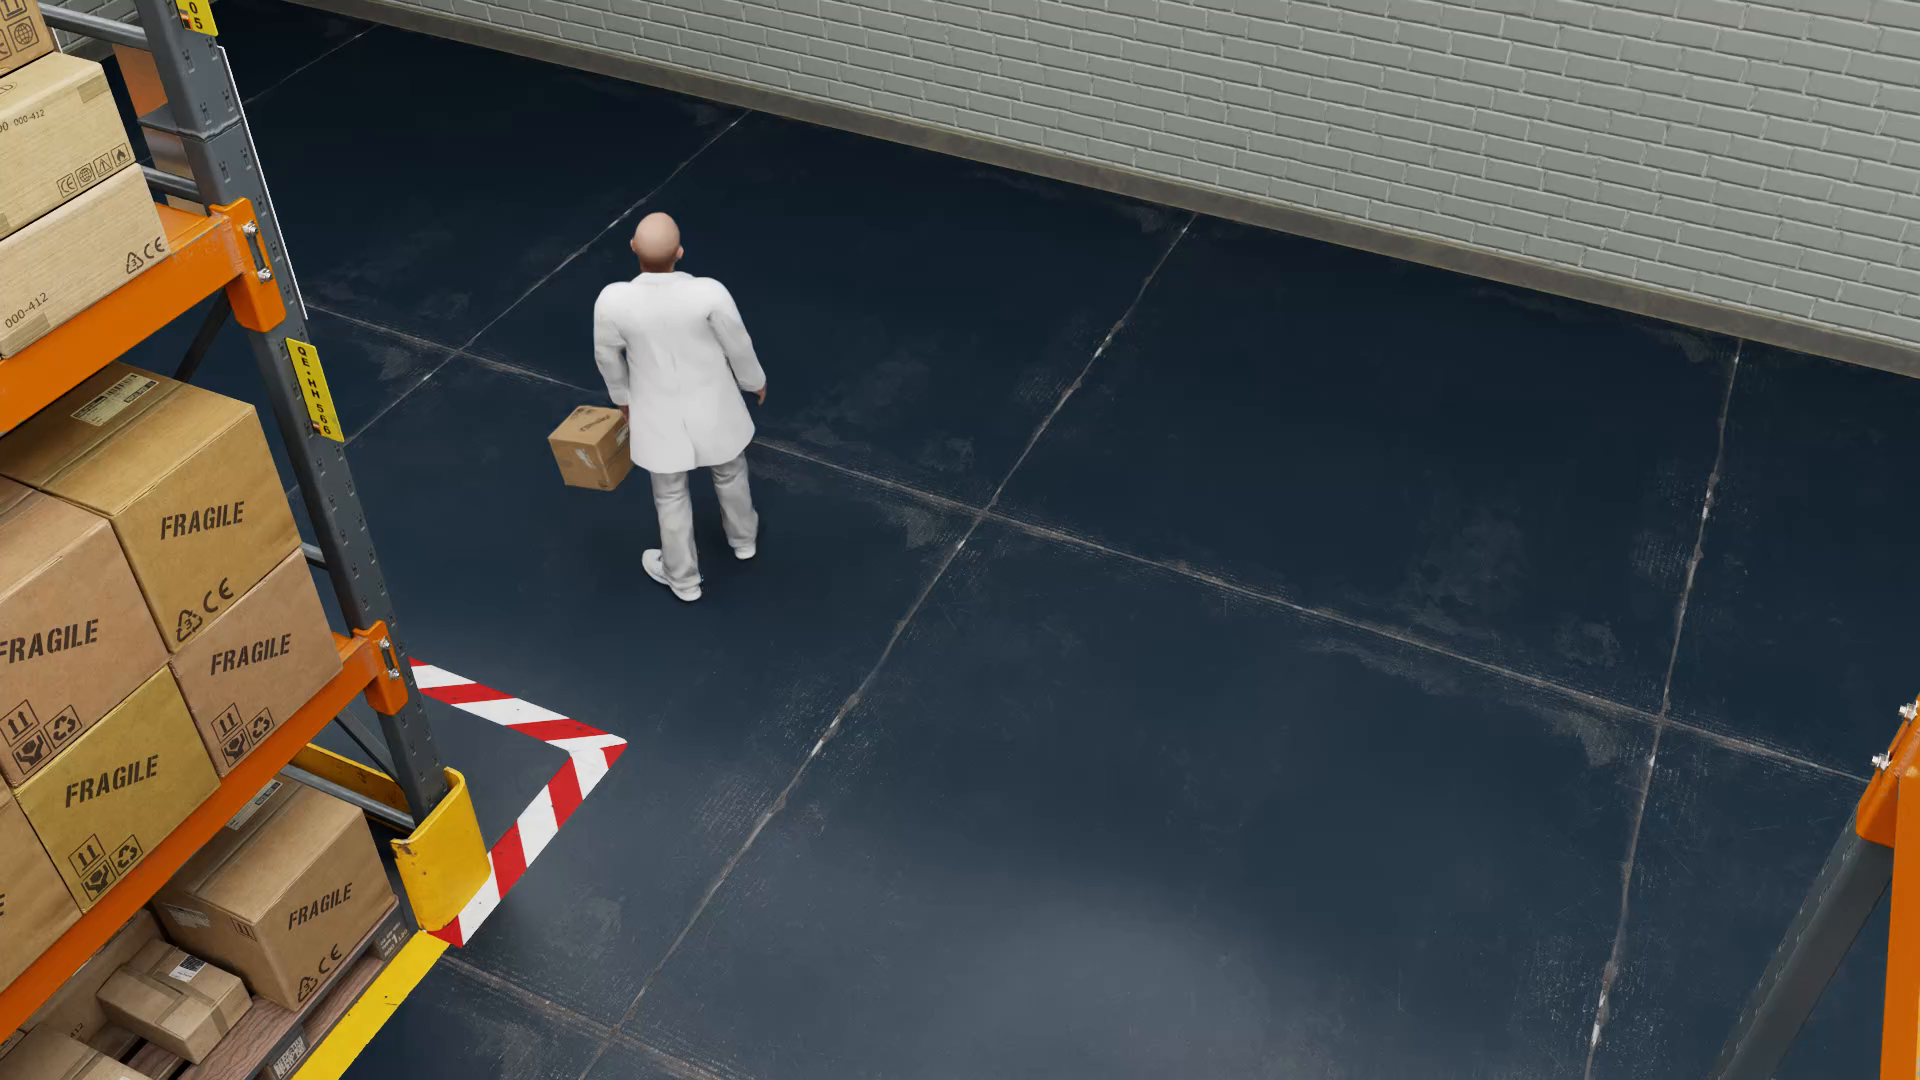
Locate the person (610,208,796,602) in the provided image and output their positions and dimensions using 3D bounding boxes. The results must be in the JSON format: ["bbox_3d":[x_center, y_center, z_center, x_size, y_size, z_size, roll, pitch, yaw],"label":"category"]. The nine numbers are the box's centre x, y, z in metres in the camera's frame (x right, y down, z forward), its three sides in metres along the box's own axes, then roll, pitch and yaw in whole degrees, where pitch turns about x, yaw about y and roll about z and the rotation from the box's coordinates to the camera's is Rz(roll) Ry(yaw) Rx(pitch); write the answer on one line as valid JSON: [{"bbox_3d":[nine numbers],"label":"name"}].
[{"bbox_3d":[-1.039,-0.576,6.808,0.754,1.774,0.689,8,42,9],"label":"person"}]
